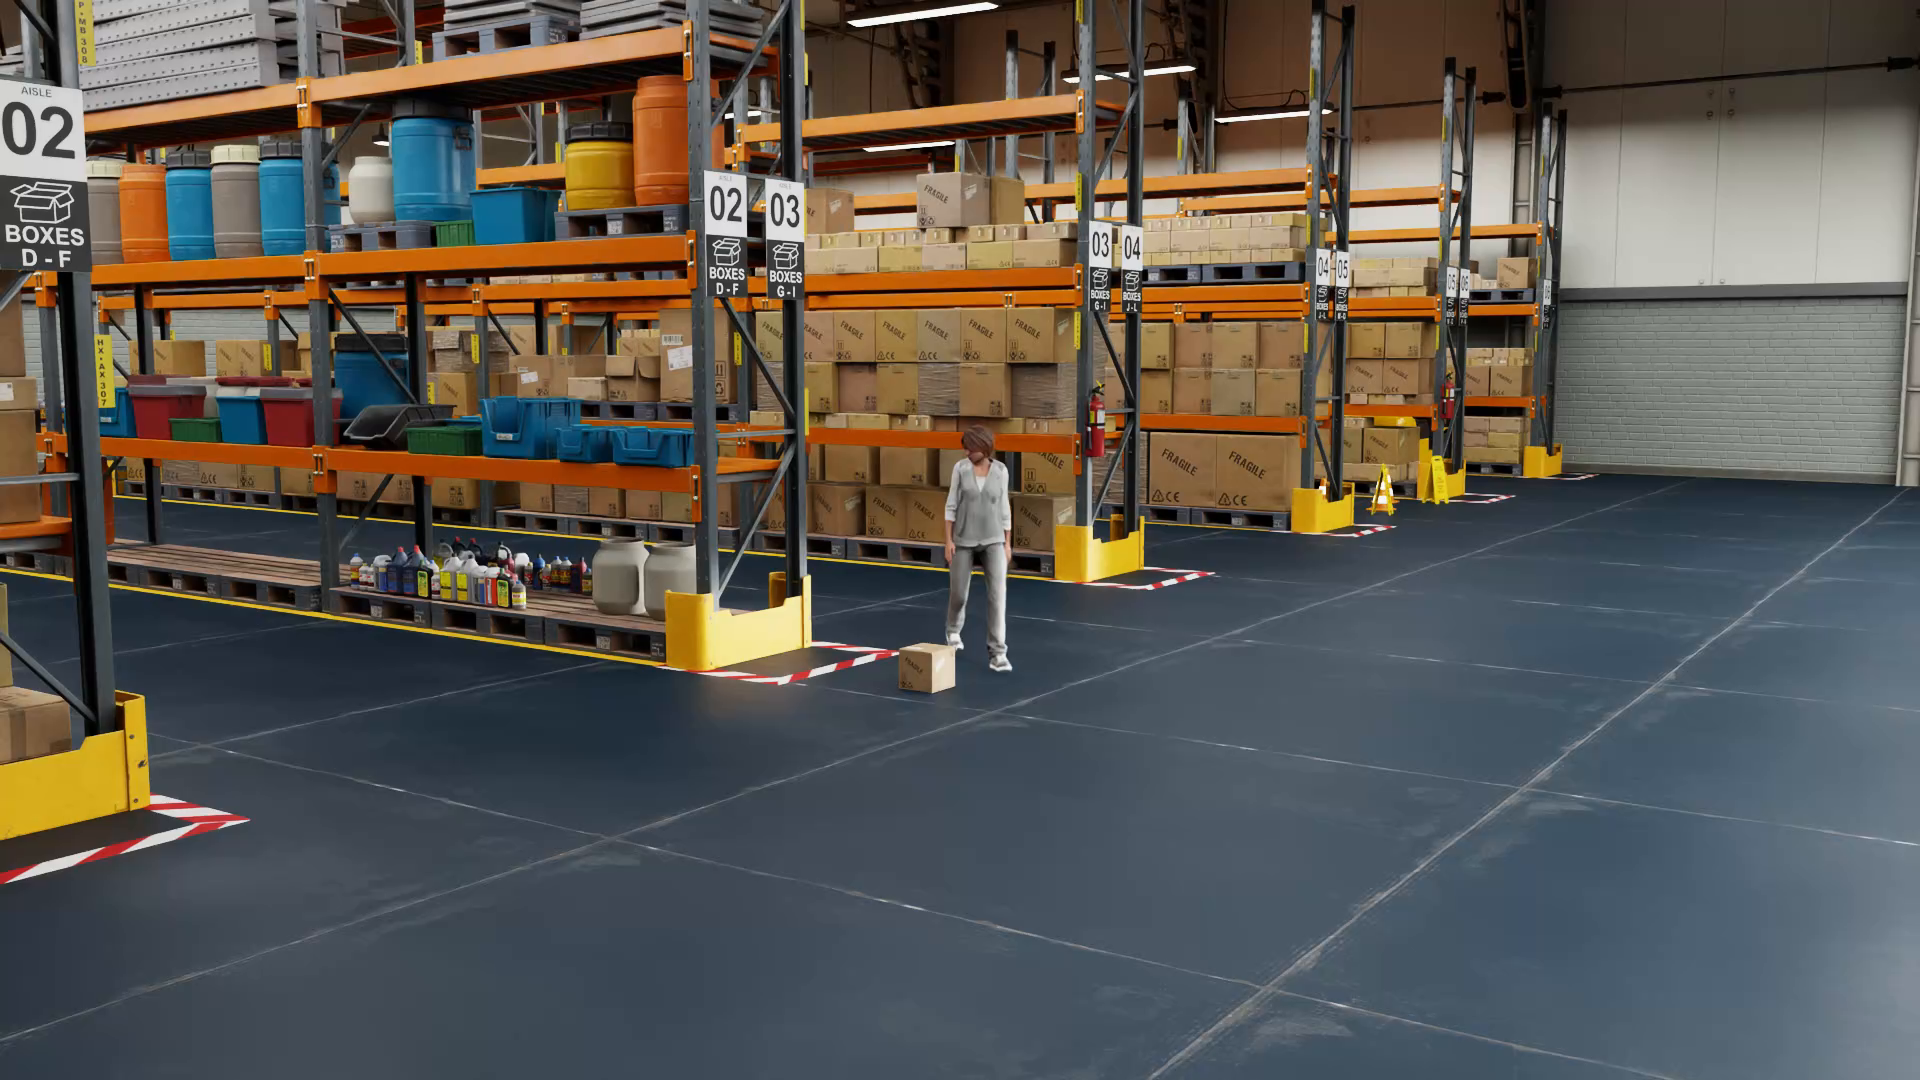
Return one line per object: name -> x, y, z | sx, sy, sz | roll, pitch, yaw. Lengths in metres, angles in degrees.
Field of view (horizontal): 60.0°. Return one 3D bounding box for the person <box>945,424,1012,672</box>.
person -> 0.120, 0.030, 10.829 | 0.441, 1.568, 0.749 | 0, 7, -3
